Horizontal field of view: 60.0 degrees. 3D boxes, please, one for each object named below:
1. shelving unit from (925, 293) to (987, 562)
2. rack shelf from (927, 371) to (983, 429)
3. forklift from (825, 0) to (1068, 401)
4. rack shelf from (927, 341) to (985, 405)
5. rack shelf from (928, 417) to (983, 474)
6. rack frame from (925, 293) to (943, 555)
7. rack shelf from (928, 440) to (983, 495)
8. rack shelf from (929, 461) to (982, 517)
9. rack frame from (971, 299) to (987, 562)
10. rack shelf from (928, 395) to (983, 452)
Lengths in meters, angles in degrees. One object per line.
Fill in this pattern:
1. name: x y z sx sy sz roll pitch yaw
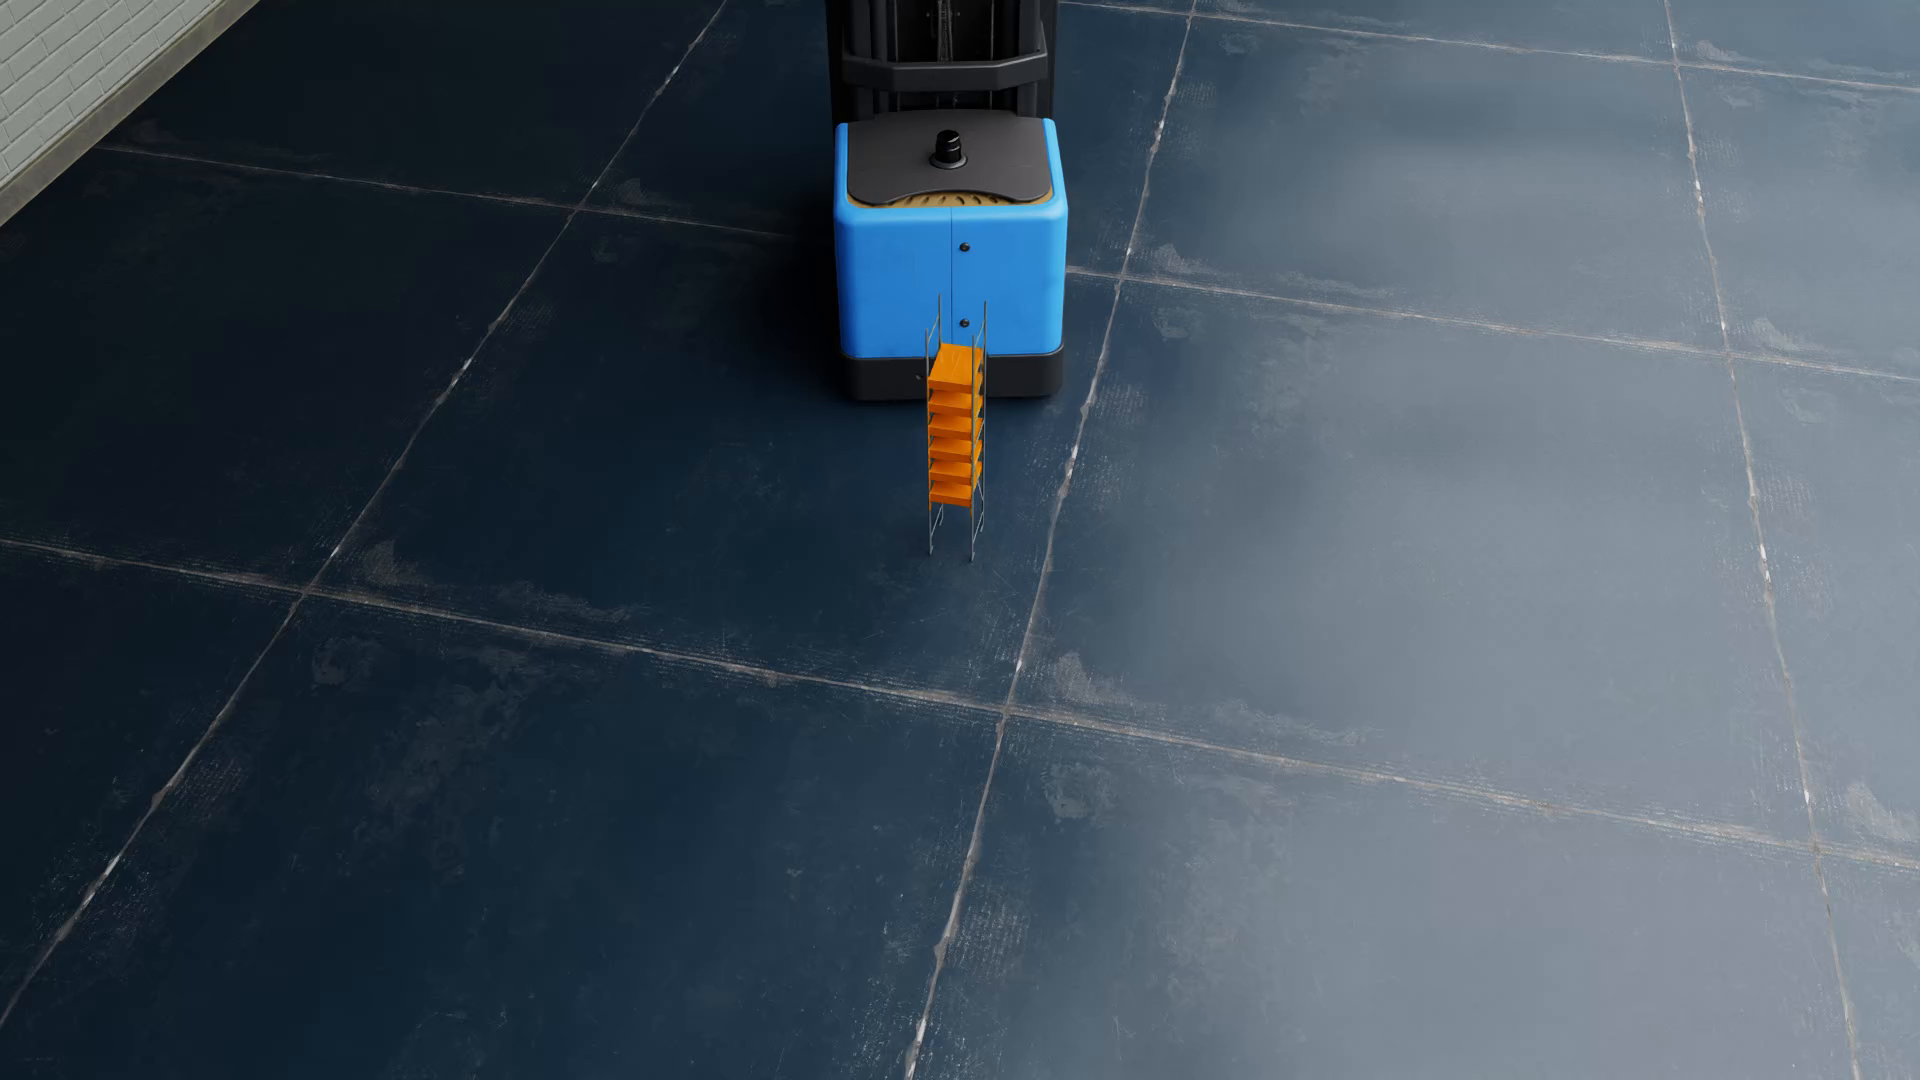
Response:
1. shelving unit: -0.014 -0.434 6.796 0.189 1.200 0.258 9 45 9
2. rack shelf: -0.014 -0.575 6.661 0.180 0.103 0.258 9 45 9
3. forklift: -0.096 -2.717 7.919 1.130 2.935 3.031 -2 44 -2
4. rack shelf: -0.014 -0.662 6.577 0.180 0.103 0.258 9 45 9
5. rack shelf: -0.014 -0.402 6.827 0.180 0.103 0.258 9 45 9
6. rack frame: -0.103 -0.448 6.811 0.006 1.200 0.240 9 45 9
7. rack shelf: -0.014 -0.316 6.910 0.180 0.103 0.258 9 45 9
8. rack shelf: -0.014 -0.230 6.993 0.180 0.103 0.258 9 45 9
9. rack frame: 0.075 -0.421 6.782 0.006 1.200 0.240 9 45 9
10. rack shelf: -0.014 -0.489 6.744 0.180 0.103 0.258 9 45 9
